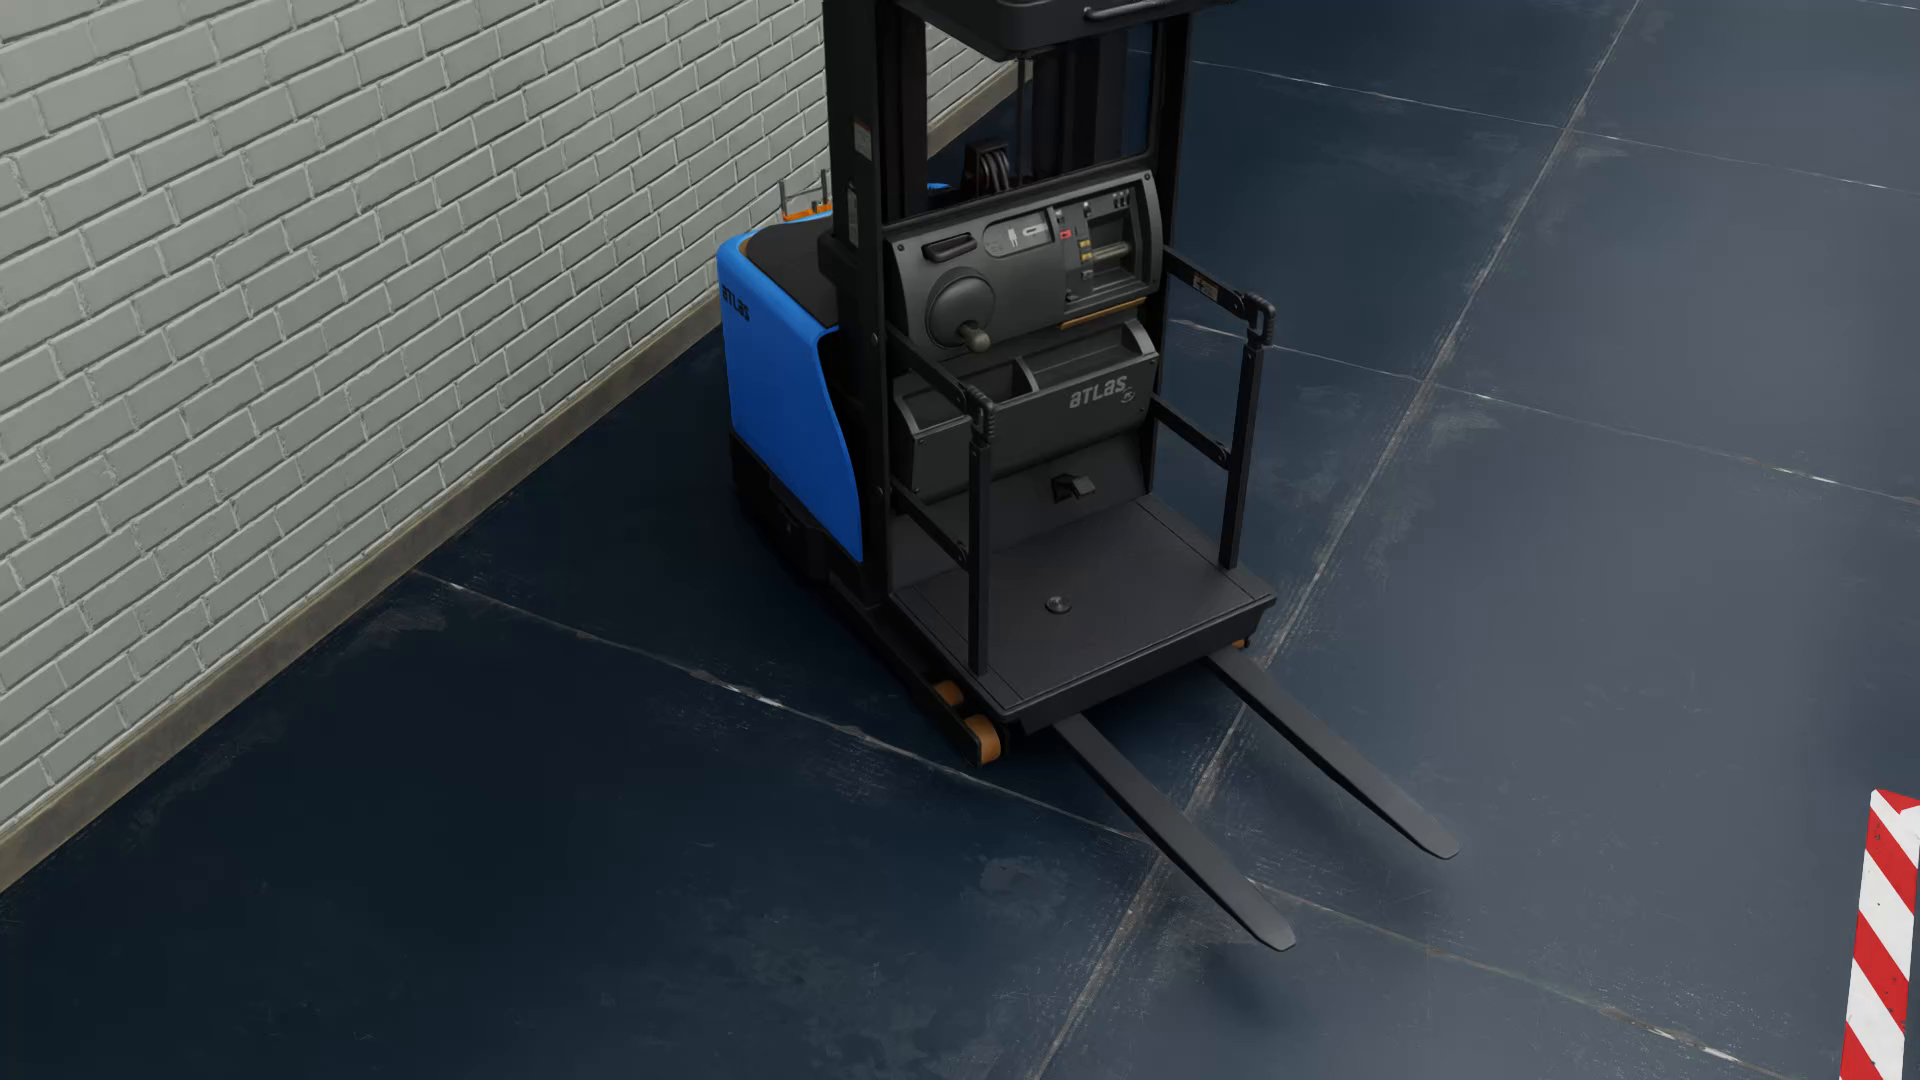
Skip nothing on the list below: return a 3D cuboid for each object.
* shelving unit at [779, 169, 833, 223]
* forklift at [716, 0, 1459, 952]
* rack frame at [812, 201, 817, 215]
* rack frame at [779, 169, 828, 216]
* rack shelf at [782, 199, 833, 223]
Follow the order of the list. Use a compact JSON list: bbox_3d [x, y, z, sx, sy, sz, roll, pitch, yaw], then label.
[{"bbox_3d":[-0.517,-0.906,6.564,0.215,1.050,0.252,-23,40,-27],"label":"shelving unit"},{"bbox_3d":[0.331,-0.773,4.844,1.130,2.935,3.031,-21,42,-25],"label":"forklift"},{"bbox_3d":[-0.448,-0.850,6.480,0.200,1.050,0.008,-23,40,-27],"label":"rack frame"},{"bbox_3d":[-0.586,-0.961,6.648,0.200,1.050,0.008,-23,40,-27],"label":"rack frame"},{"bbox_3d":[-0.525,-1.130,6.409,0.215,0.259,0.240,-23,40,-27],"label":"rack shelf"}]
